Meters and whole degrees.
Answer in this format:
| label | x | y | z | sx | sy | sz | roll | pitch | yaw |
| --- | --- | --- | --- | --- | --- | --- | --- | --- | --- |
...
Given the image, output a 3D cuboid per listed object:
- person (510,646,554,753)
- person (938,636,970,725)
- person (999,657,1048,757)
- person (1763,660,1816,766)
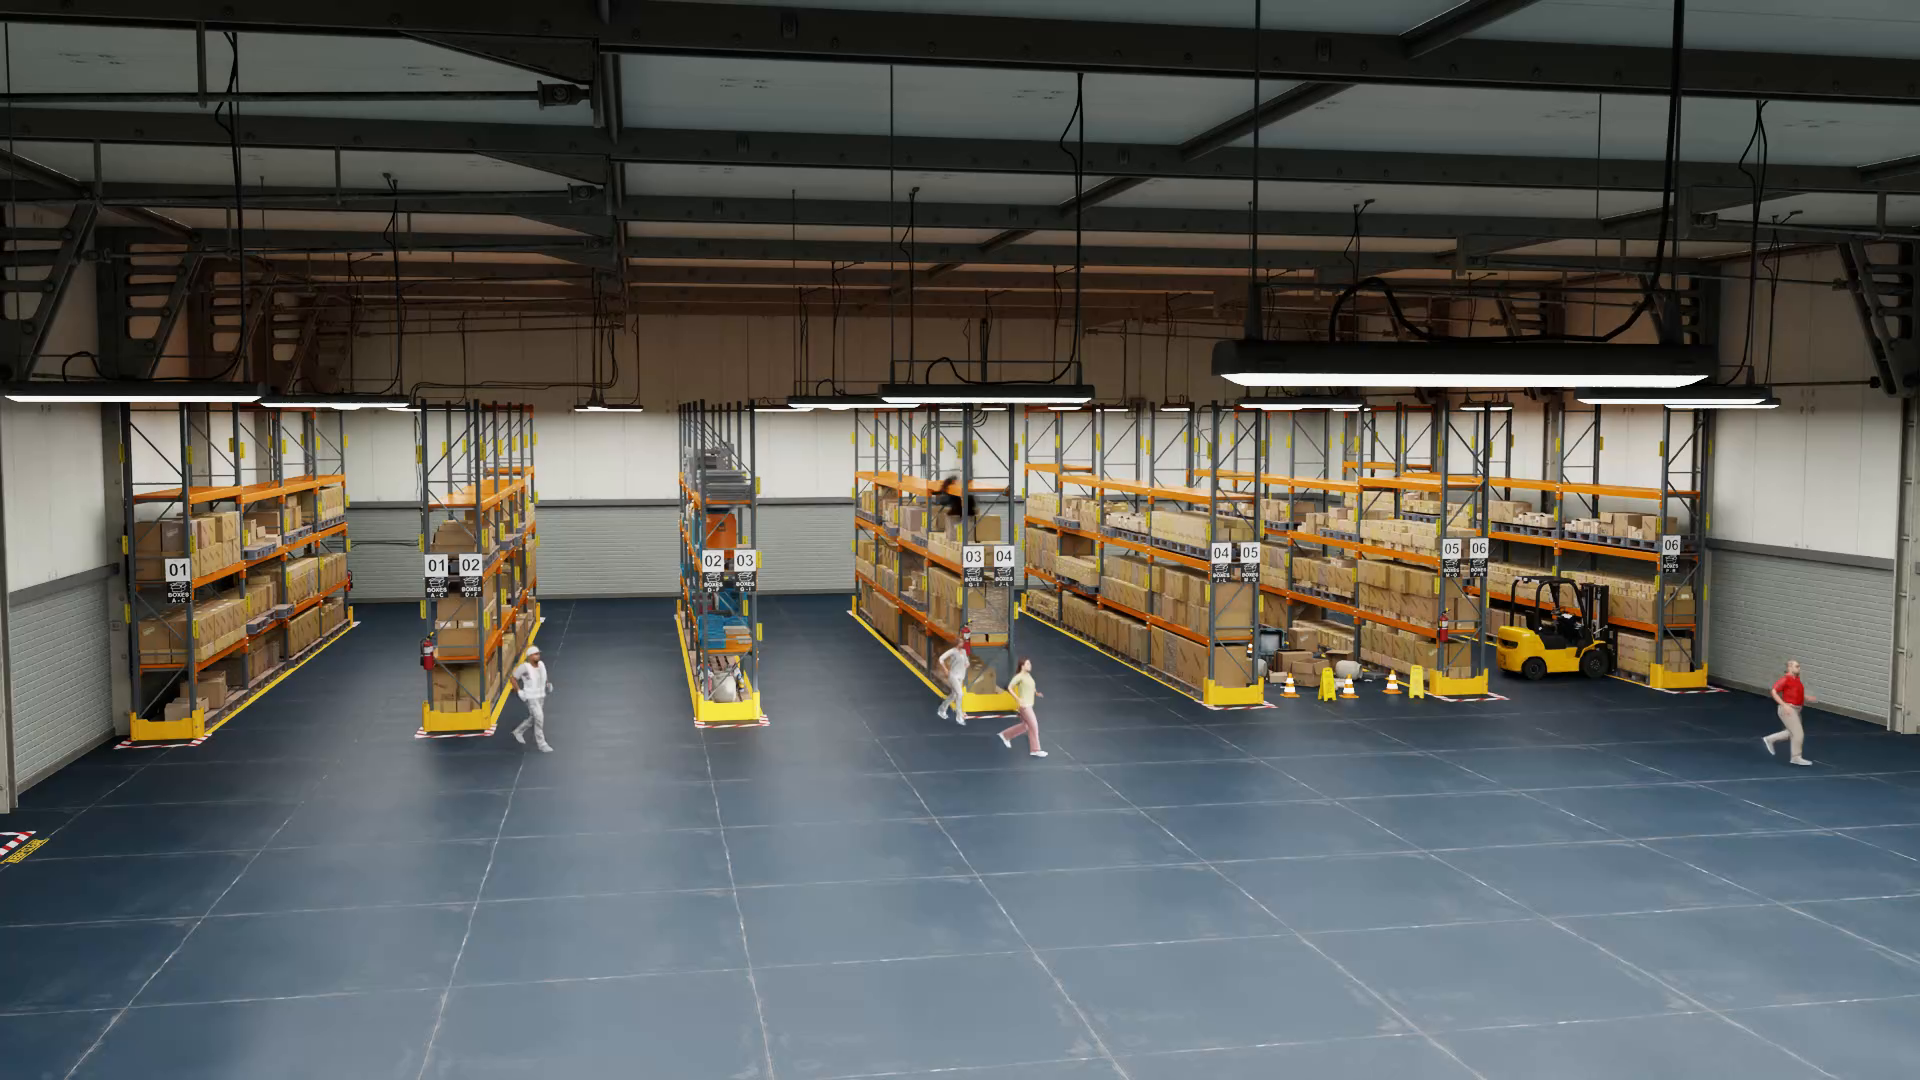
| label | x | y | z | sx | sy | sz | roll | pitch | yaw |
| --- | --- | --- | --- | --- | --- | --- | --- | --- | --- |
| person | -7.298 | 2.696 | 28.376 | 0.926 | 1.785 | 0.689 | 2 | 5 | 24 |
| person | -0.089 | 2.606 | 30.975 | 0.703 | 1.634 | 0.598 | 3 | 5 | 36 |
| person | 1.056 | 2.781 | 27.891 | 0.907 | 1.647 | 0.604 | 2 | 5 | 23 |
| person | 13.579 | 2.811 | 27.282 | 0.666 | 1.695 | 0.809 | -4 | 6 | -43 |
